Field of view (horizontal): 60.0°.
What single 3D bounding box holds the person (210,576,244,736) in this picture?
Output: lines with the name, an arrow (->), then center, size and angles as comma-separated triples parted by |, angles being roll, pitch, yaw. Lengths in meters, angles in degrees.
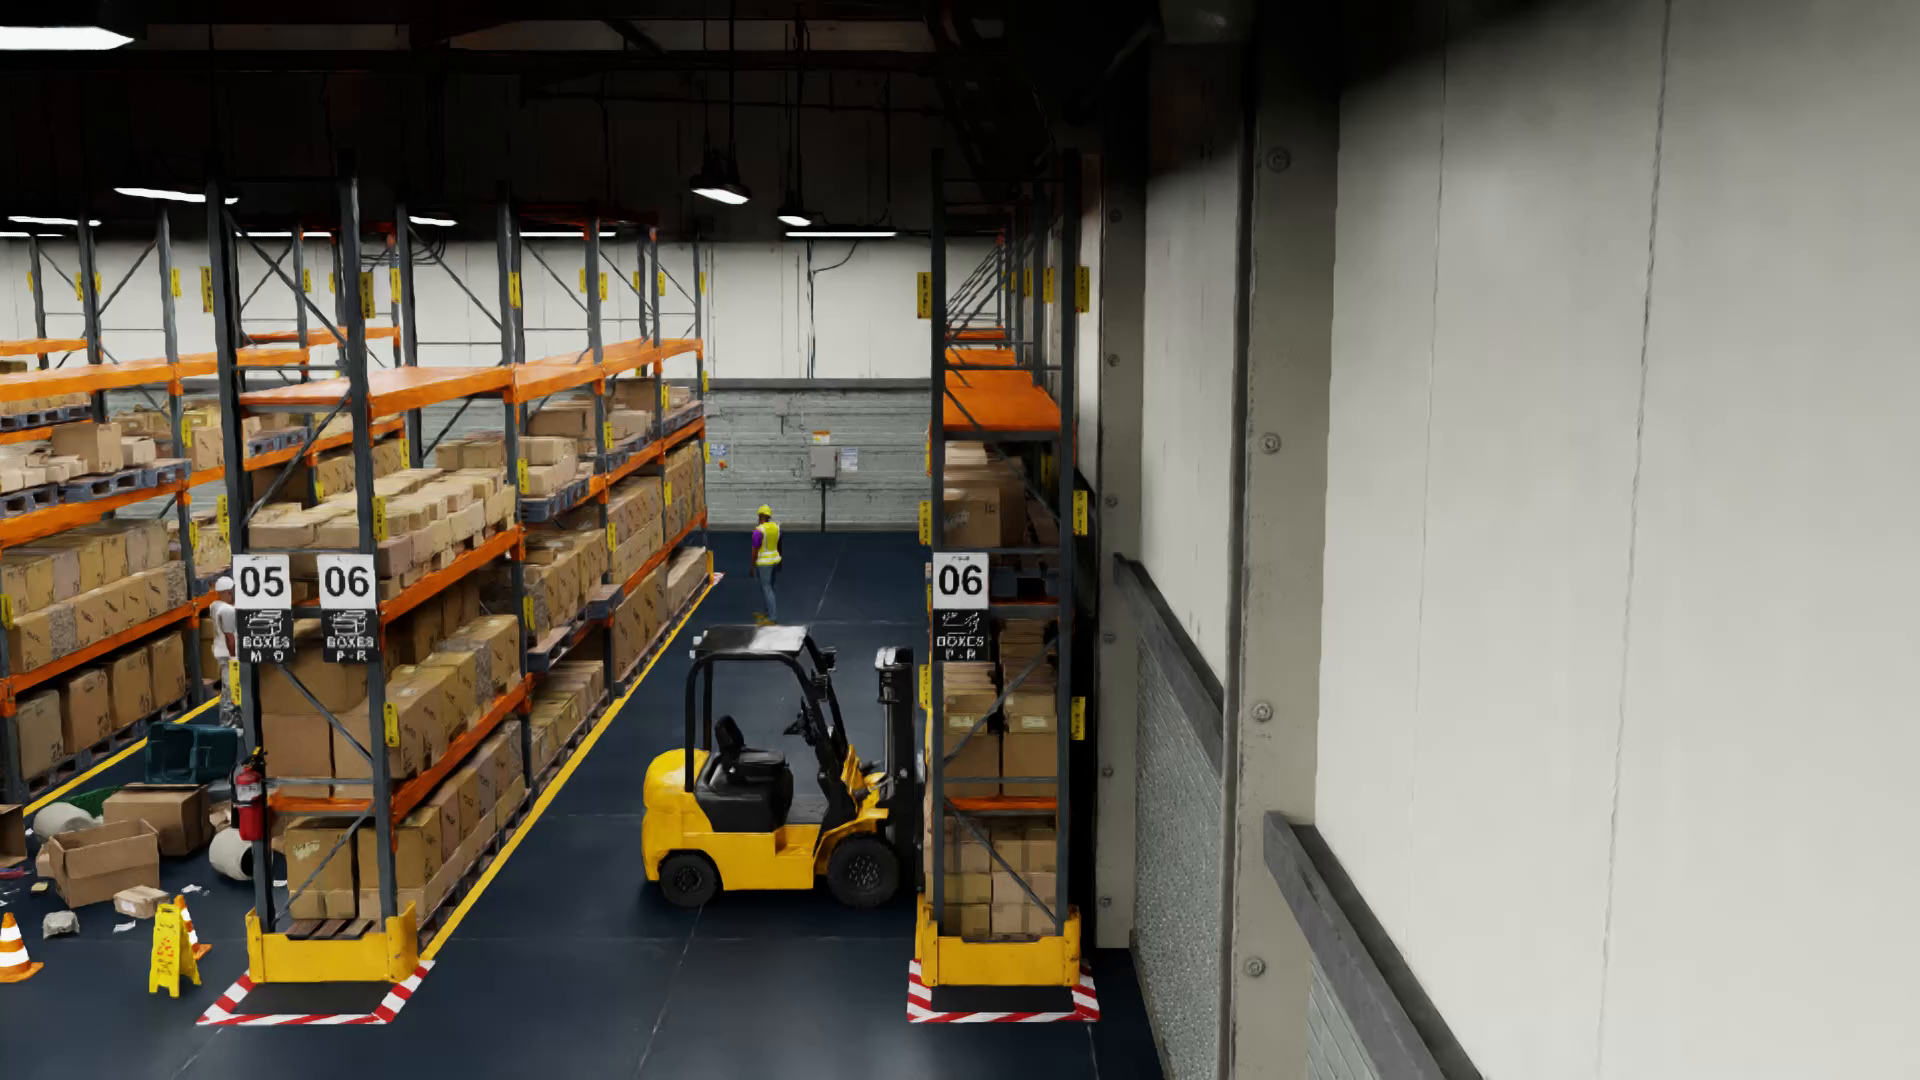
person -> -8.176, 1.285, 18.742 | 0.457, 1.783, 0.618 | -5, 10, -29

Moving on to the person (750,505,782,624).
person -> -2.896, 0.346, 24.666 | 0.574, 1.764, 0.667 | 5, 10, 28
